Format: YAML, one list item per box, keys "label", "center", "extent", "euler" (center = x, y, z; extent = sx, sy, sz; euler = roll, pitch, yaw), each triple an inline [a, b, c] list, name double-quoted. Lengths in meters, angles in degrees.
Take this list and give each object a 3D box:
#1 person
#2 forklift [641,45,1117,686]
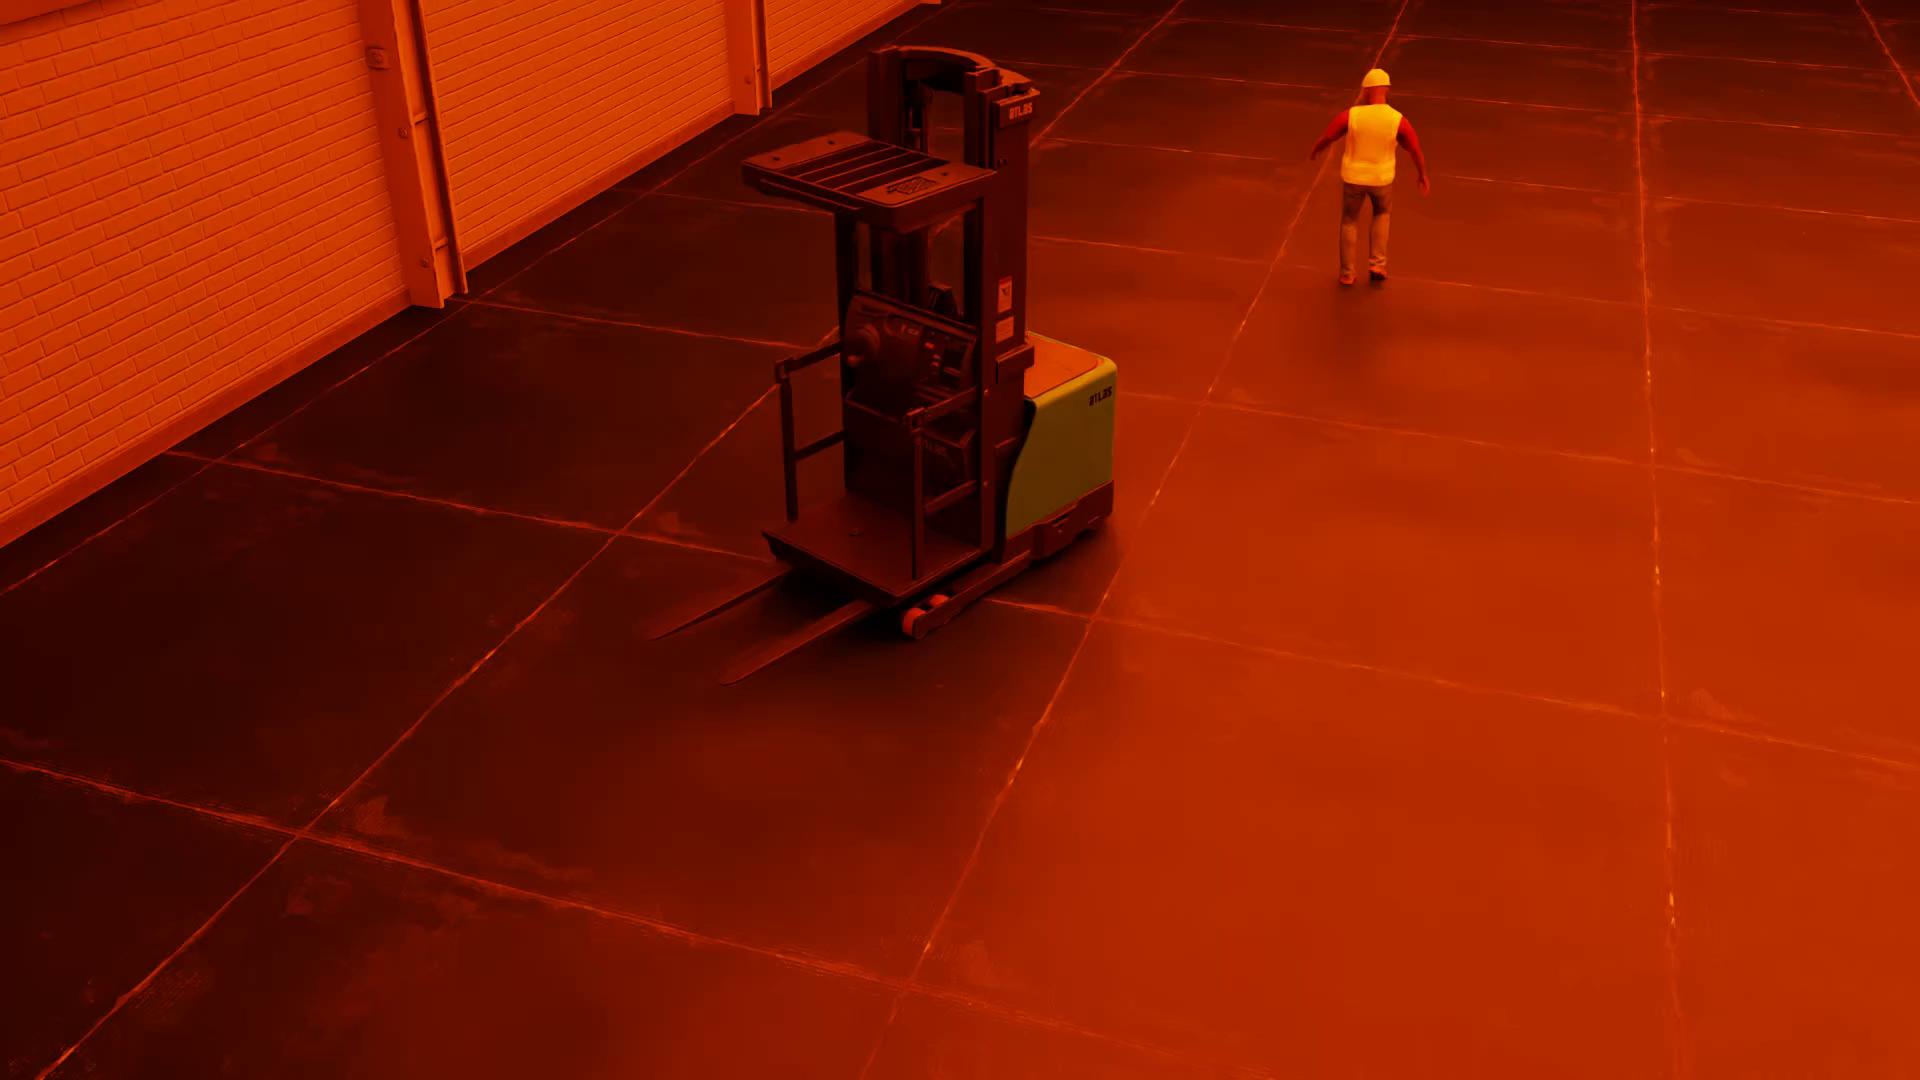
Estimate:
- label: "person"
  center: [3.322, -2.945, 13.552]
  extent: [0.989, 1.793, 0.515]
  euler: [9, 31, 15]
- label: "forklift"
  center: [-0.420, -1.015, 8.918]
  extent: [1.130, 2.935, 3.031]
  euler: [24, 38, 36]
